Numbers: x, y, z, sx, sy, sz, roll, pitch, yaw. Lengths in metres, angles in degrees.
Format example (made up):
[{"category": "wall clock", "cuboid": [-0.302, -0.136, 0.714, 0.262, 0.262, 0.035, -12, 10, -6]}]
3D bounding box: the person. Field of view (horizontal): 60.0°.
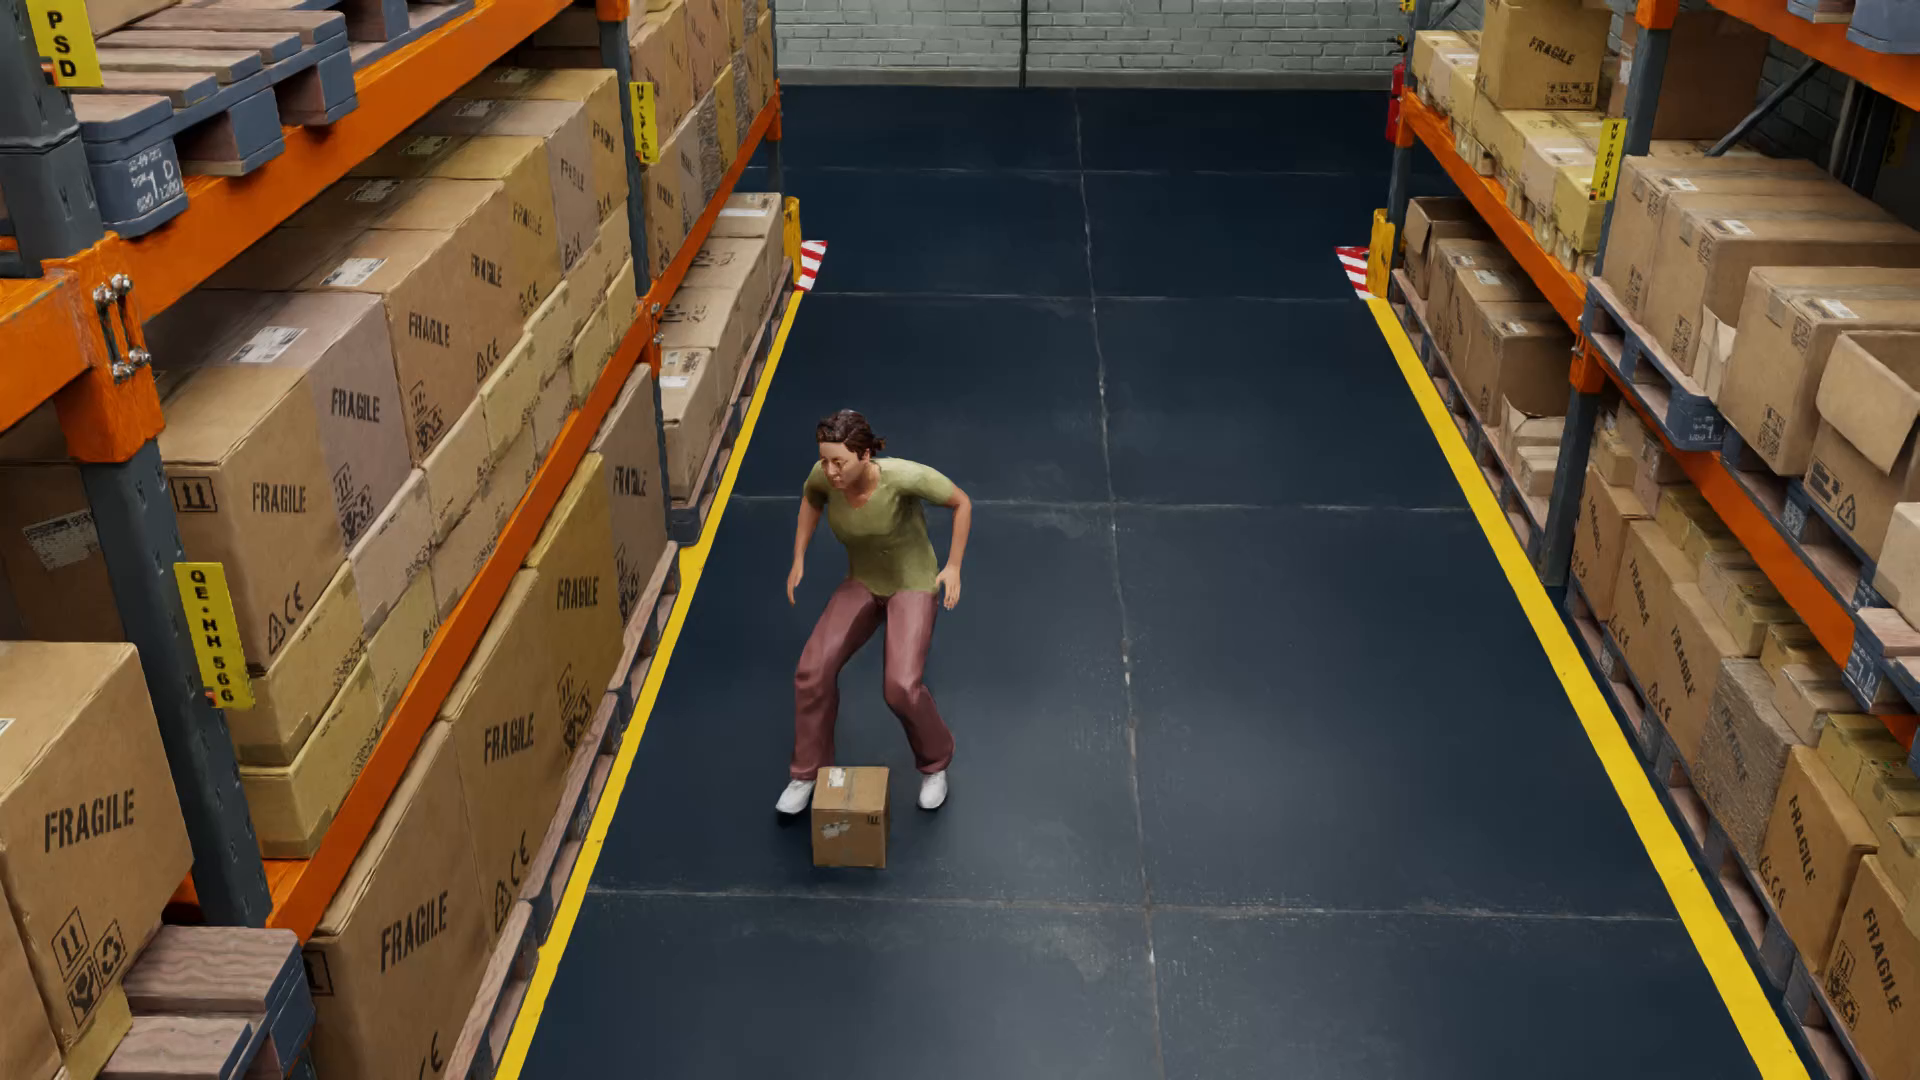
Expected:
[{"category": "person", "cuboid": [-0.357, 0.251, 5.864, 0.680, 1.454, 0.734, 12, 31, 22]}]
